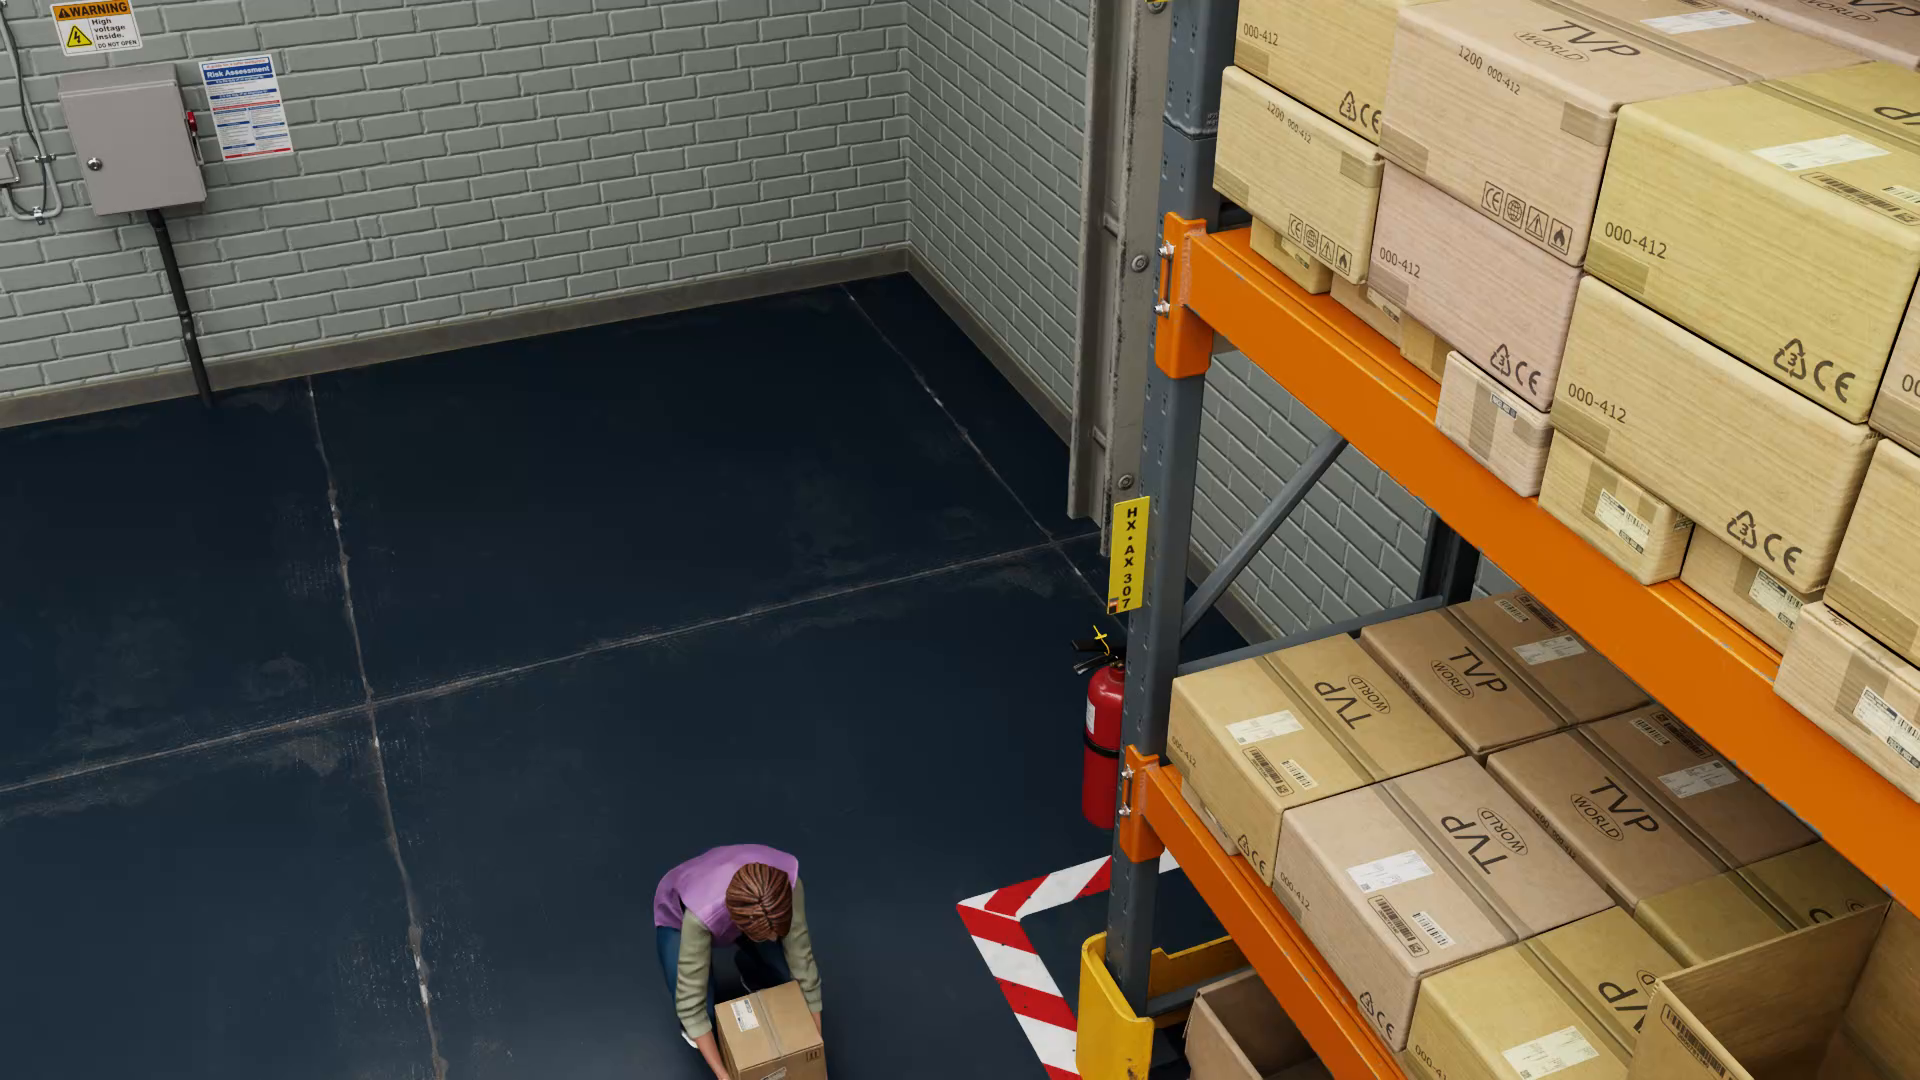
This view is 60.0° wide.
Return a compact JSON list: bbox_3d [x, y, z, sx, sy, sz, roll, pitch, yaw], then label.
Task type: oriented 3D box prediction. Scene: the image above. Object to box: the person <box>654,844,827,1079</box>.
[{"bbox_3d":[-0.679,1.217,4.992,0.445,0.882,0.808,-13,36,-19],"label":"person"}]
